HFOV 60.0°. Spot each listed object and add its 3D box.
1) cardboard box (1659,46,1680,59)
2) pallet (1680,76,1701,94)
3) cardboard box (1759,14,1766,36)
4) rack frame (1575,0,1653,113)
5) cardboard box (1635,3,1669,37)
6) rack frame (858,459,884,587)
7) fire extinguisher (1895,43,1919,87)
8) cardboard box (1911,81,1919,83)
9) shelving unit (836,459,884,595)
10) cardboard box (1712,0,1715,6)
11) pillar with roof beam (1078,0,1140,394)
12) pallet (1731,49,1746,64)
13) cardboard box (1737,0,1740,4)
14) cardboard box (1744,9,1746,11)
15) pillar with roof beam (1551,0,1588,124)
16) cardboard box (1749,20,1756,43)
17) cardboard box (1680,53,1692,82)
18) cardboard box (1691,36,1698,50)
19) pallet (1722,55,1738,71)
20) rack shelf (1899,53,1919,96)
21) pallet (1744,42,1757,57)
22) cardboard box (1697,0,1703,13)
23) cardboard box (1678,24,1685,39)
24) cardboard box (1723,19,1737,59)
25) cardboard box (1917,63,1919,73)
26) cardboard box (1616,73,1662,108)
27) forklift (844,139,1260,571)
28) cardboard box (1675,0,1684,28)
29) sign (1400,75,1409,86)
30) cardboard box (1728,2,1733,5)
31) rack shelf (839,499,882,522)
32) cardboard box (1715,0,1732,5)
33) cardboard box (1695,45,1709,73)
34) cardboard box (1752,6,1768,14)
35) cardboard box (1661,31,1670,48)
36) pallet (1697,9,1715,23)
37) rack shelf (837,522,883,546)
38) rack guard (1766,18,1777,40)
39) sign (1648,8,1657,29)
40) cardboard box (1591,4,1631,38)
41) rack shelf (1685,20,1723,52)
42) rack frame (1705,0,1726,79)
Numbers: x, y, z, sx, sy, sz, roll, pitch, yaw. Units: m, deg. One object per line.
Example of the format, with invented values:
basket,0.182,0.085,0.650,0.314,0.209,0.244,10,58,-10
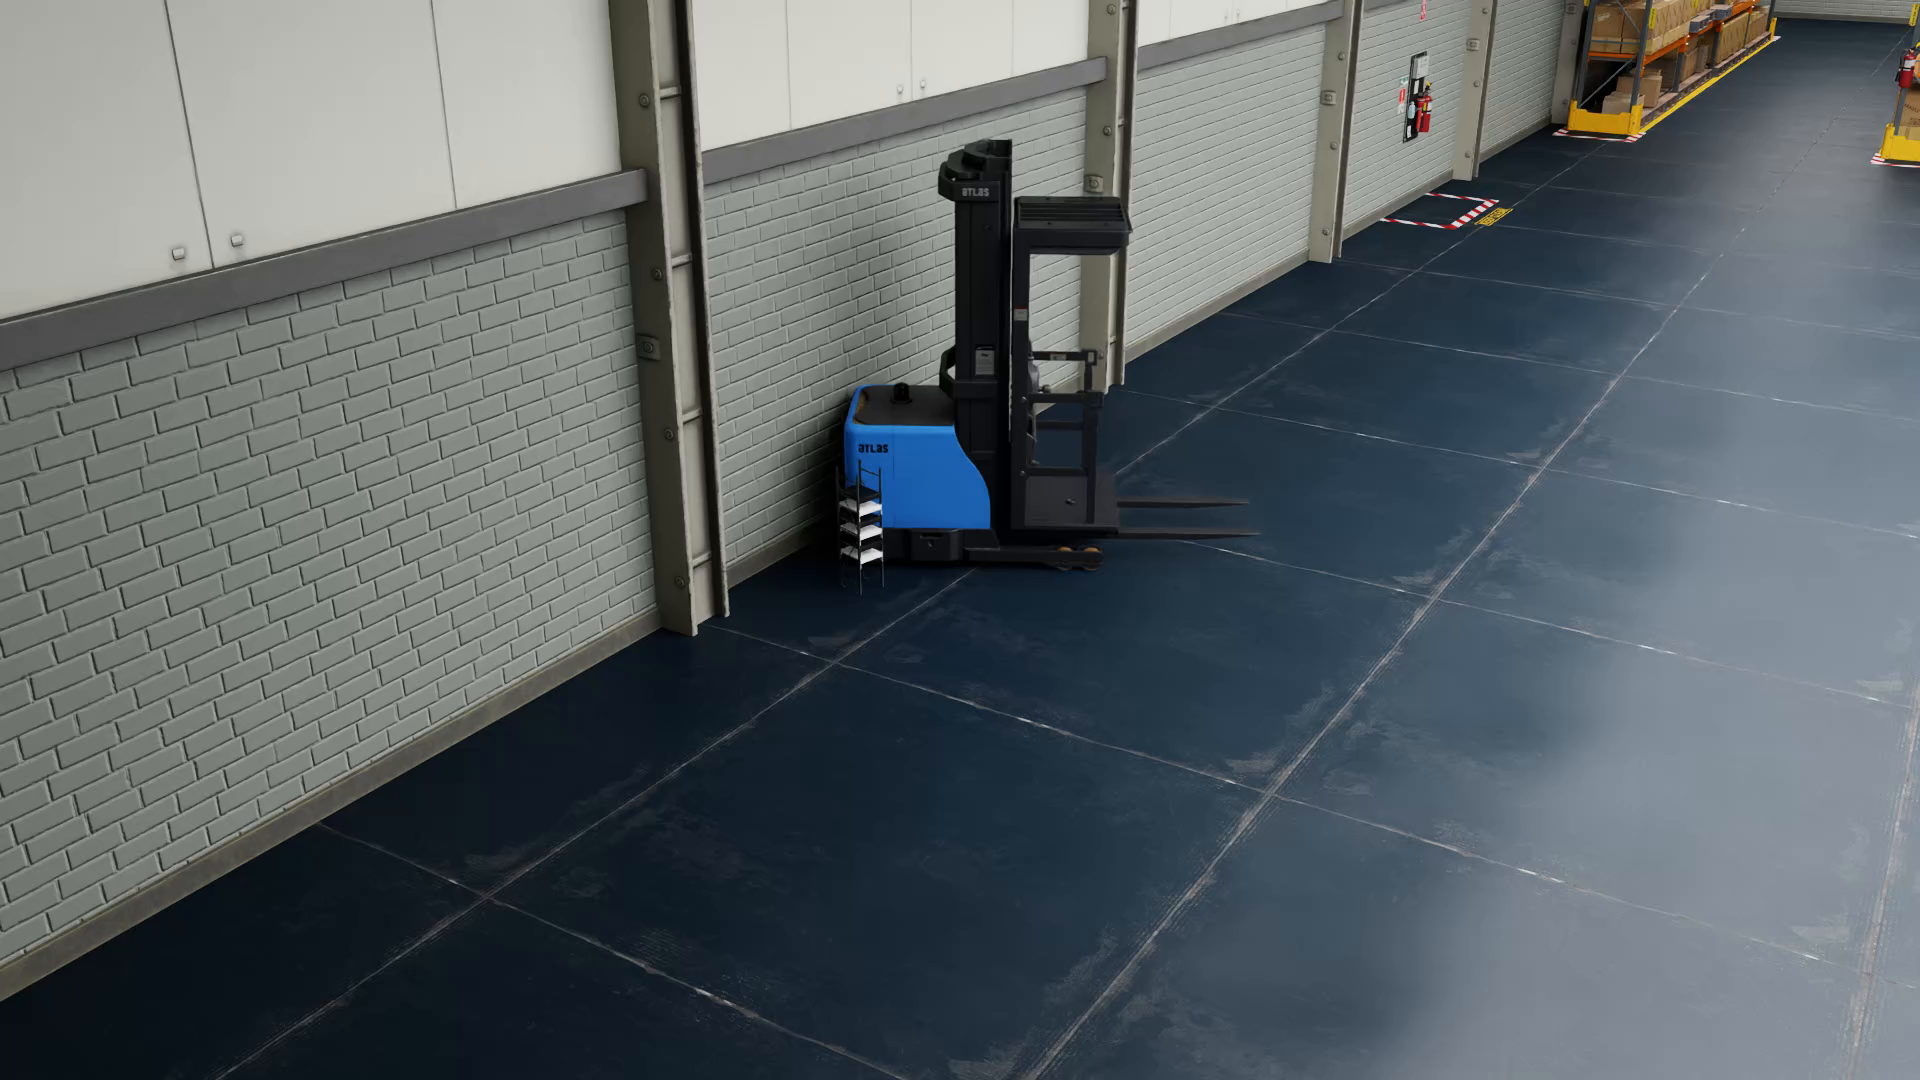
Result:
cardboard box,13.928,-9.664,32.783,0.500,0.250,0.500,13,27,28
pallet,14.377,-9.261,33.713,1.003,0.211,1.213,14,27,29
cardboard box,19.106,-12.534,40.380,0.700,0.500,0.500,14,27,29
rack frame,11.214,-8.514,28.477,1.000,3.000,0.127,14,27,29
cardboard box,11.991,-9.061,28.961,0.500,0.500,0.500,14,27,29
rack frame,-0.627,-0.116,11.720,0.006,0.900,0.240,-20,30,-38
fire extinguisher,14.968,-7.499,26.230,0.296,0.674,0.183,14,27,29
cardboard box,16.235,-7.505,28.134,0.500,0.500,0.500,14,27,29
shelving unit,-0.702,-0.088,11.657,0.210,0.900,0.258,-20,30,-38
cardboard box,15.195,-11.301,34.236,0.700,0.500,0.500,11,26,23
pillar with roof beam,5.011,-4.707,12.132,9.100,9.000,0.400,14,27,29
pallet,17.201,-11.008,37.749,1.003,0.211,1.213,14,27,29
cardboard box,16.899,-11.865,36.509,0.380,0.149,0.250,13,27,28
cardboard box,18.599,-12.656,39.847,0.380,0.149,0.250,14,27,29
pillar with roof beam,14.506,-10.783,26.166,9.100,9.000,0.400,14,27,29
cardboard box,18.294,-12.010,39.170,0.700,0.500,0.500,14,27,28
cardboard box,14.232,-9.520,33.392,0.700,0.500,0.500,14,27,30
cardboard box,14.745,-10.180,33.974,0.500,0.250,0.500,14,27,30
pallet,16.559,-10.595,36.794,1.003,0.211,1.213,14,27,29
rack shelf,16.480,-7.822,27.784,1.077,0.370,4.000,14,27,29
pallet,18.012,-11.525,38.942,1.003,0.211,1.213,14,27,29
cardboard box,14.243,-10.692,32.830,0.700,0.500,0.500,18,29,36
cardboard box,13.062,-9.415,30.721,0.500,0.250,0.500,14,27,29
cardboard box,16.401,-10.935,36.248,0.750,0.750,0.750,14,27,29
cardboard box,15.682,-7.678,26.420,0.700,0.500,0.500,14,27,29
cardboard box,12.386,-8.213,30.375,0.700,0.500,0.500,12,26,26
forklift,0.688,-1.336,11.982,3.031,2.935,1.130,1,23,2
cardboard box,12.805,-9.587,30.175,0.500,0.500,0.500,13,27,27
sign,5.979,-6.175,22.361,0.001,0.109,0.331,14,27,29
cardboard box,16.157,-11.326,35.263,0.380,0.149,0.250,15,27,31
rack shelf,-0.702,-0.223,11.599,0.200,0.077,0.258,-20,30,-38
cardboard box,15.908,-11.516,34.886,0.500,0.500,0.500,15,27,30
cardboard box,15.099,-10.015,34.537,0.700,0.500,0.500,14,27,30
cardboard box,19.323,-12.832,40.254,0.380,0.149,0.250,15,27,30
cardboard box,12.277,-8.902,29.536,0.500,0.250,0.500,13,27,28
pallet,14.425,-10.449,33.189,1.003,0.211,1.213,14,27,29
rack shelf,-0.702,-0.058,11.670,0.200,0.077,0.258,-20,30,-38
rack guard,19.667,-12.775,41.467,1.175,0.500,0.348,14,27,29
sign,11.675,-8.798,28.043,0.100,0.325,0.005,14,27,29
cardboard box,11.282,-9.002,28.825,0.500,0.500,0.500,14,27,28
rack shelf,14.379,-10.209,33.298,1.077,0.370,4.000,14,27,29
rack frame,15.434,-11.214,34.714,1.000,3.000,0.127,14,27,29
